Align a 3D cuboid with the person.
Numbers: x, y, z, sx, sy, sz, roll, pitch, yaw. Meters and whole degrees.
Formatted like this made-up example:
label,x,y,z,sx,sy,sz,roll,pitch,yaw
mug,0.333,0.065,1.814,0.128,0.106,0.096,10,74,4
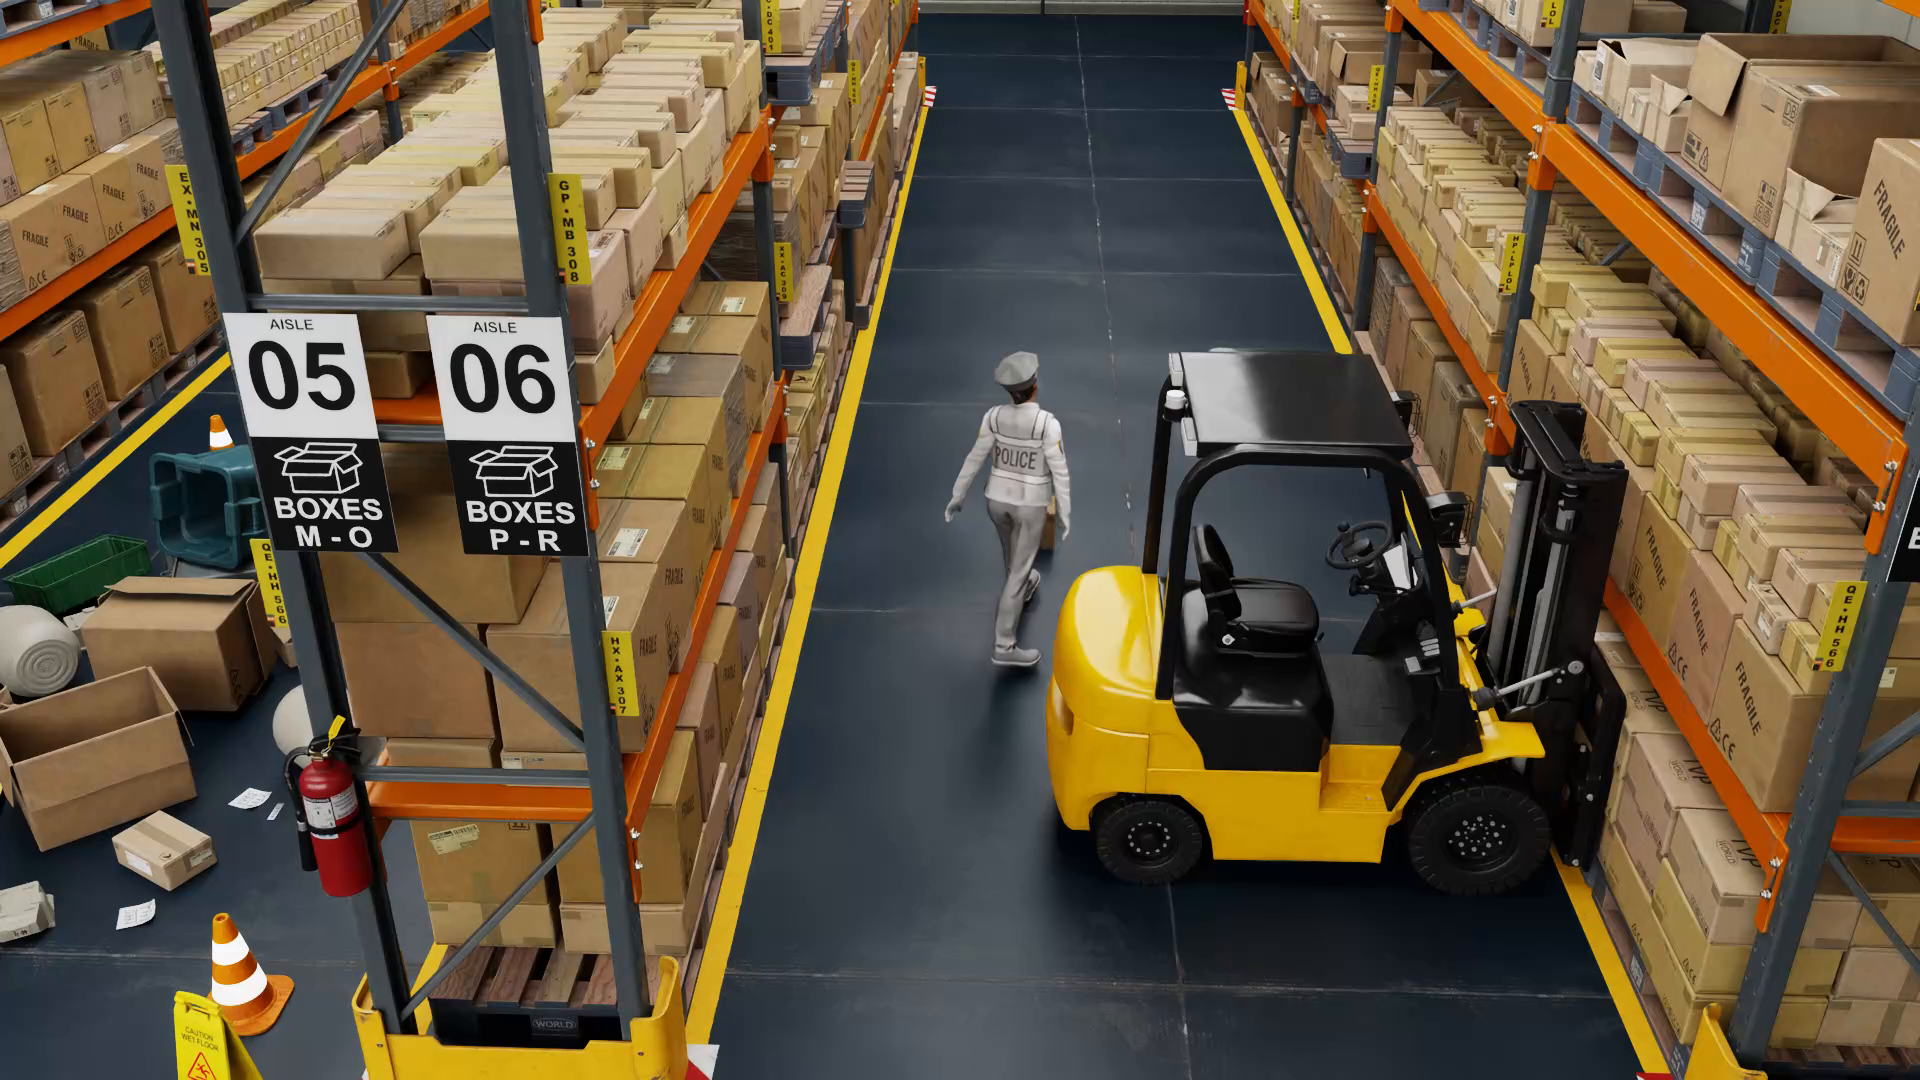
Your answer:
label,x,y,z,sx,sy,sz,roll,pitch,yaw
person,0.297,-0.231,9.057,0.670,1.611,1.019,14,31,25
